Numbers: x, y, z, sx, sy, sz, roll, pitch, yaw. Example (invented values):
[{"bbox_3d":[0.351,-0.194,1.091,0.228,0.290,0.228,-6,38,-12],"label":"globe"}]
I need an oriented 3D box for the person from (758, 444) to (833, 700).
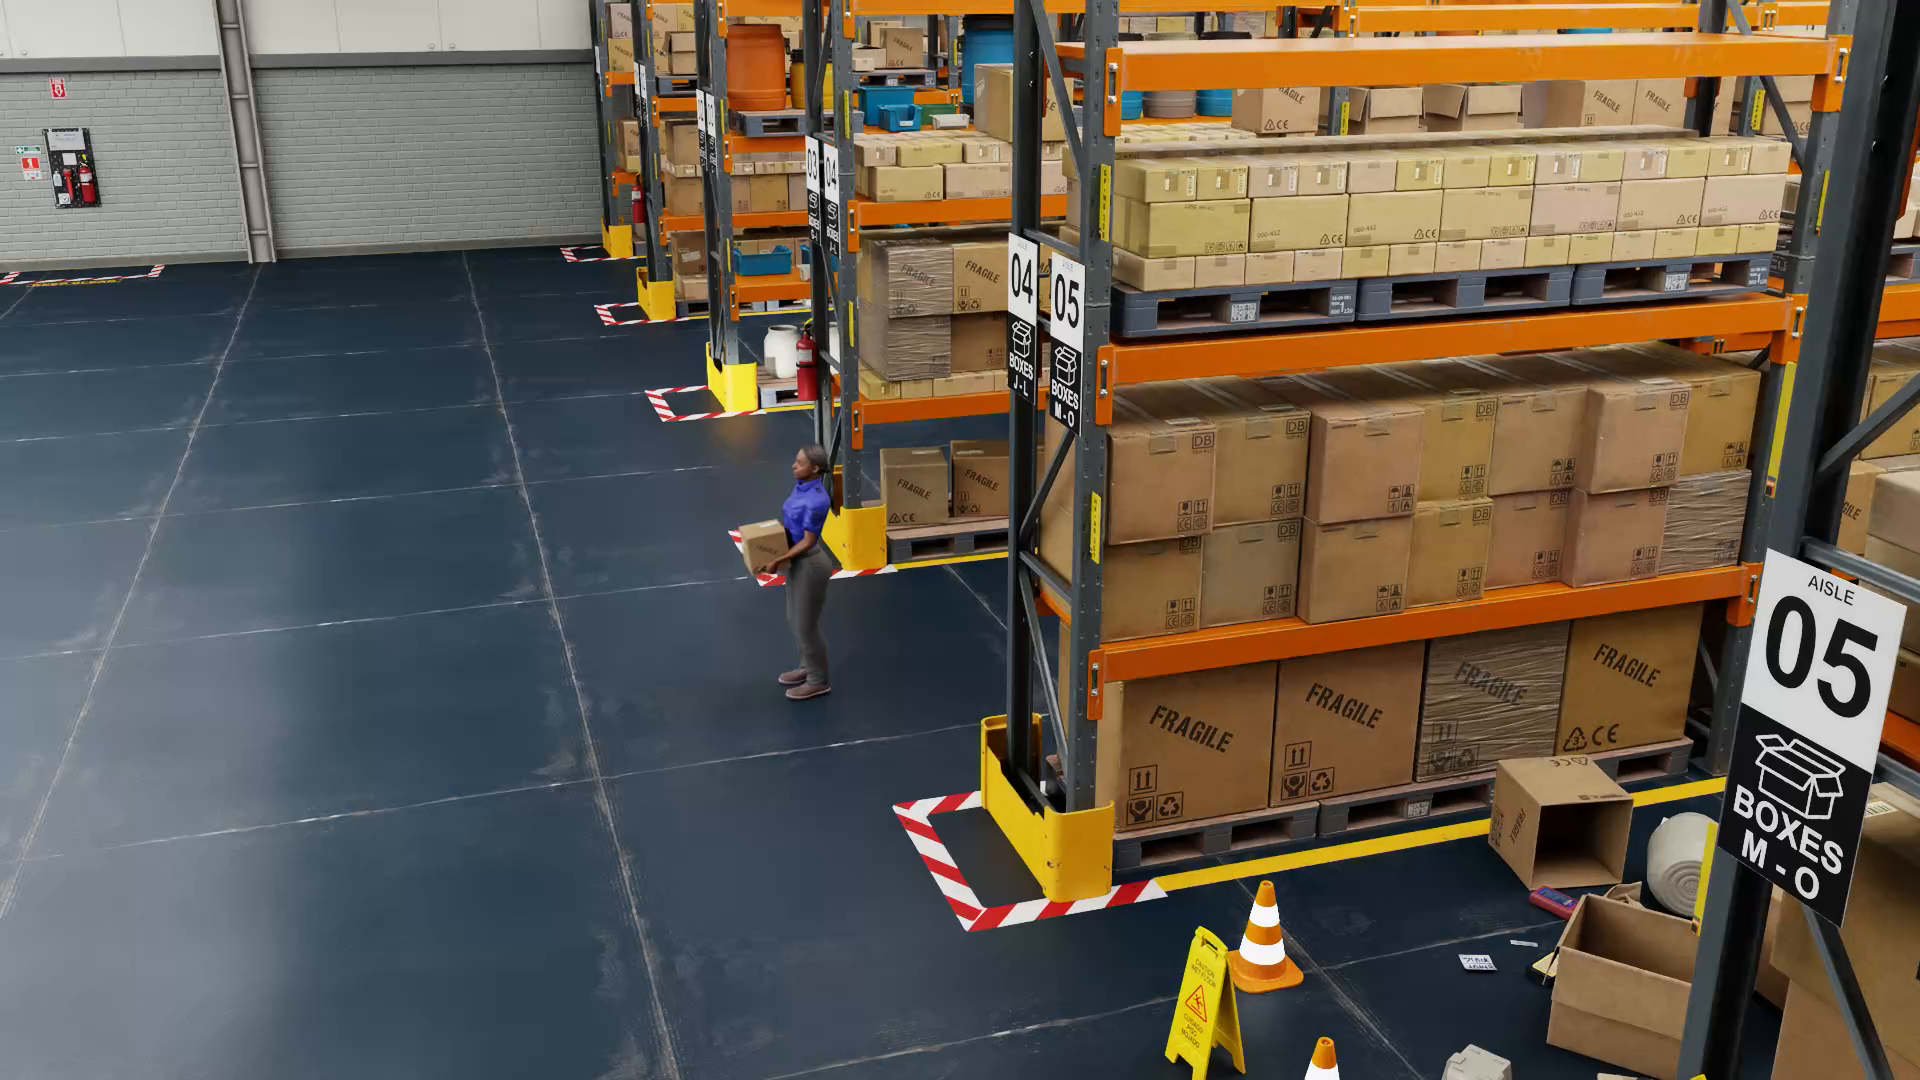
[{"bbox_3d":[-1.051,0.192,10.539,0.513,1.647,0.449,-6,20,-17],"label":"person"}]
